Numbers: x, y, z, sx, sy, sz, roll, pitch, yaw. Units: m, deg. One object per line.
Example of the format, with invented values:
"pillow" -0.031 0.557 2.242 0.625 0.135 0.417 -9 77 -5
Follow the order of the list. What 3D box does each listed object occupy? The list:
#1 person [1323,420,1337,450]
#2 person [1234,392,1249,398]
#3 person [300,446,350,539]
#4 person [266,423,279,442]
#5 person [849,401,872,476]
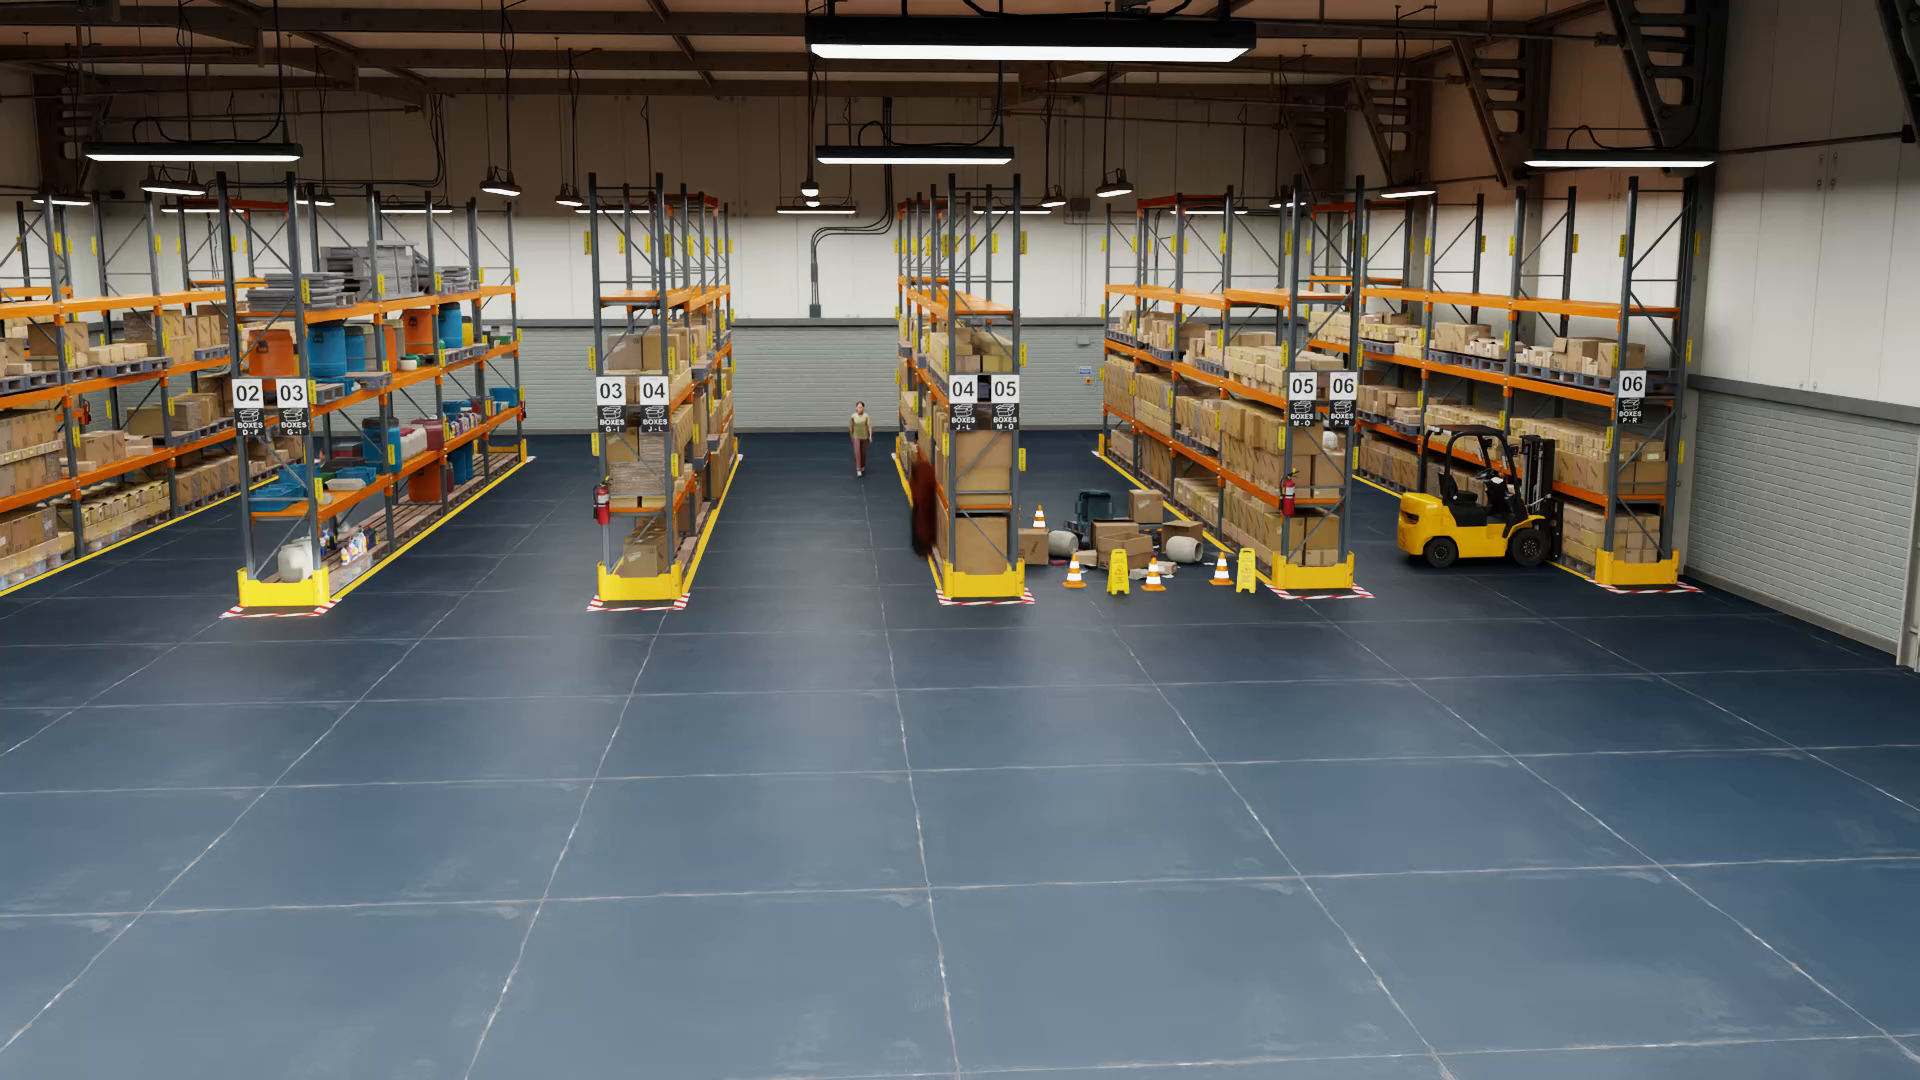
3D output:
"person" 7.132 -1.491 32.471 0.529 1.699 0.424 -7 12 -33
"person" 7.107 -3.180 41.612 0.758 1.761 0.555 0 10 0
"person" -10.817 -0.784 28.311 0.807 1.645 0.453 3 10 14
"person" -17.426 -3.172 41.963 0.418 1.590 0.425 8 13 40
"person" -2.190 -2.257 36.733 0.486 1.611 1.058 -1 10 -7
